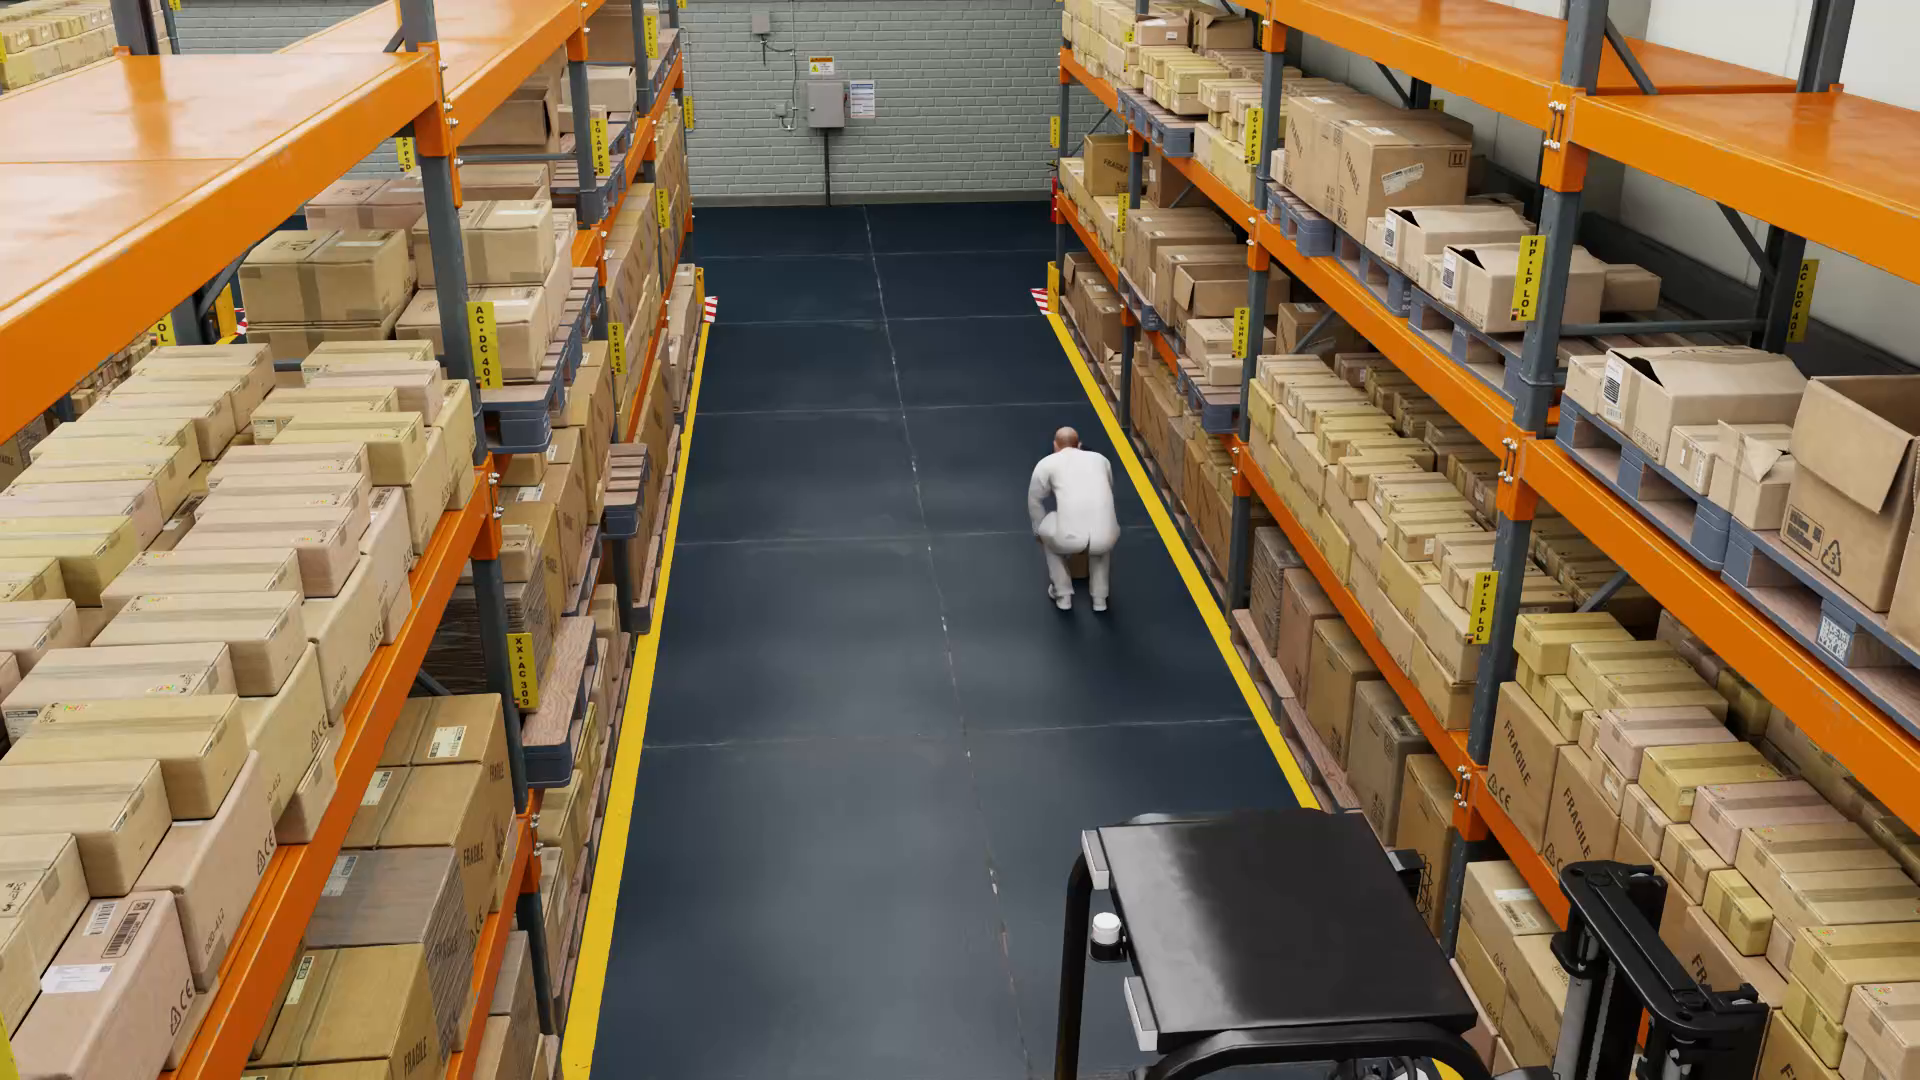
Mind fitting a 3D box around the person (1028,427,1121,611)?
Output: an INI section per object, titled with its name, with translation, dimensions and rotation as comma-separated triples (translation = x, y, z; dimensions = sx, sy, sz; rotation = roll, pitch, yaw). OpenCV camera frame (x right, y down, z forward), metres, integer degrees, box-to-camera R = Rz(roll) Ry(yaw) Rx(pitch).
[person]
translation = 0.794, -0.121, 11.446
dimensions = 0.623, 1.137, 0.842
rotation = -2, 23, -4
